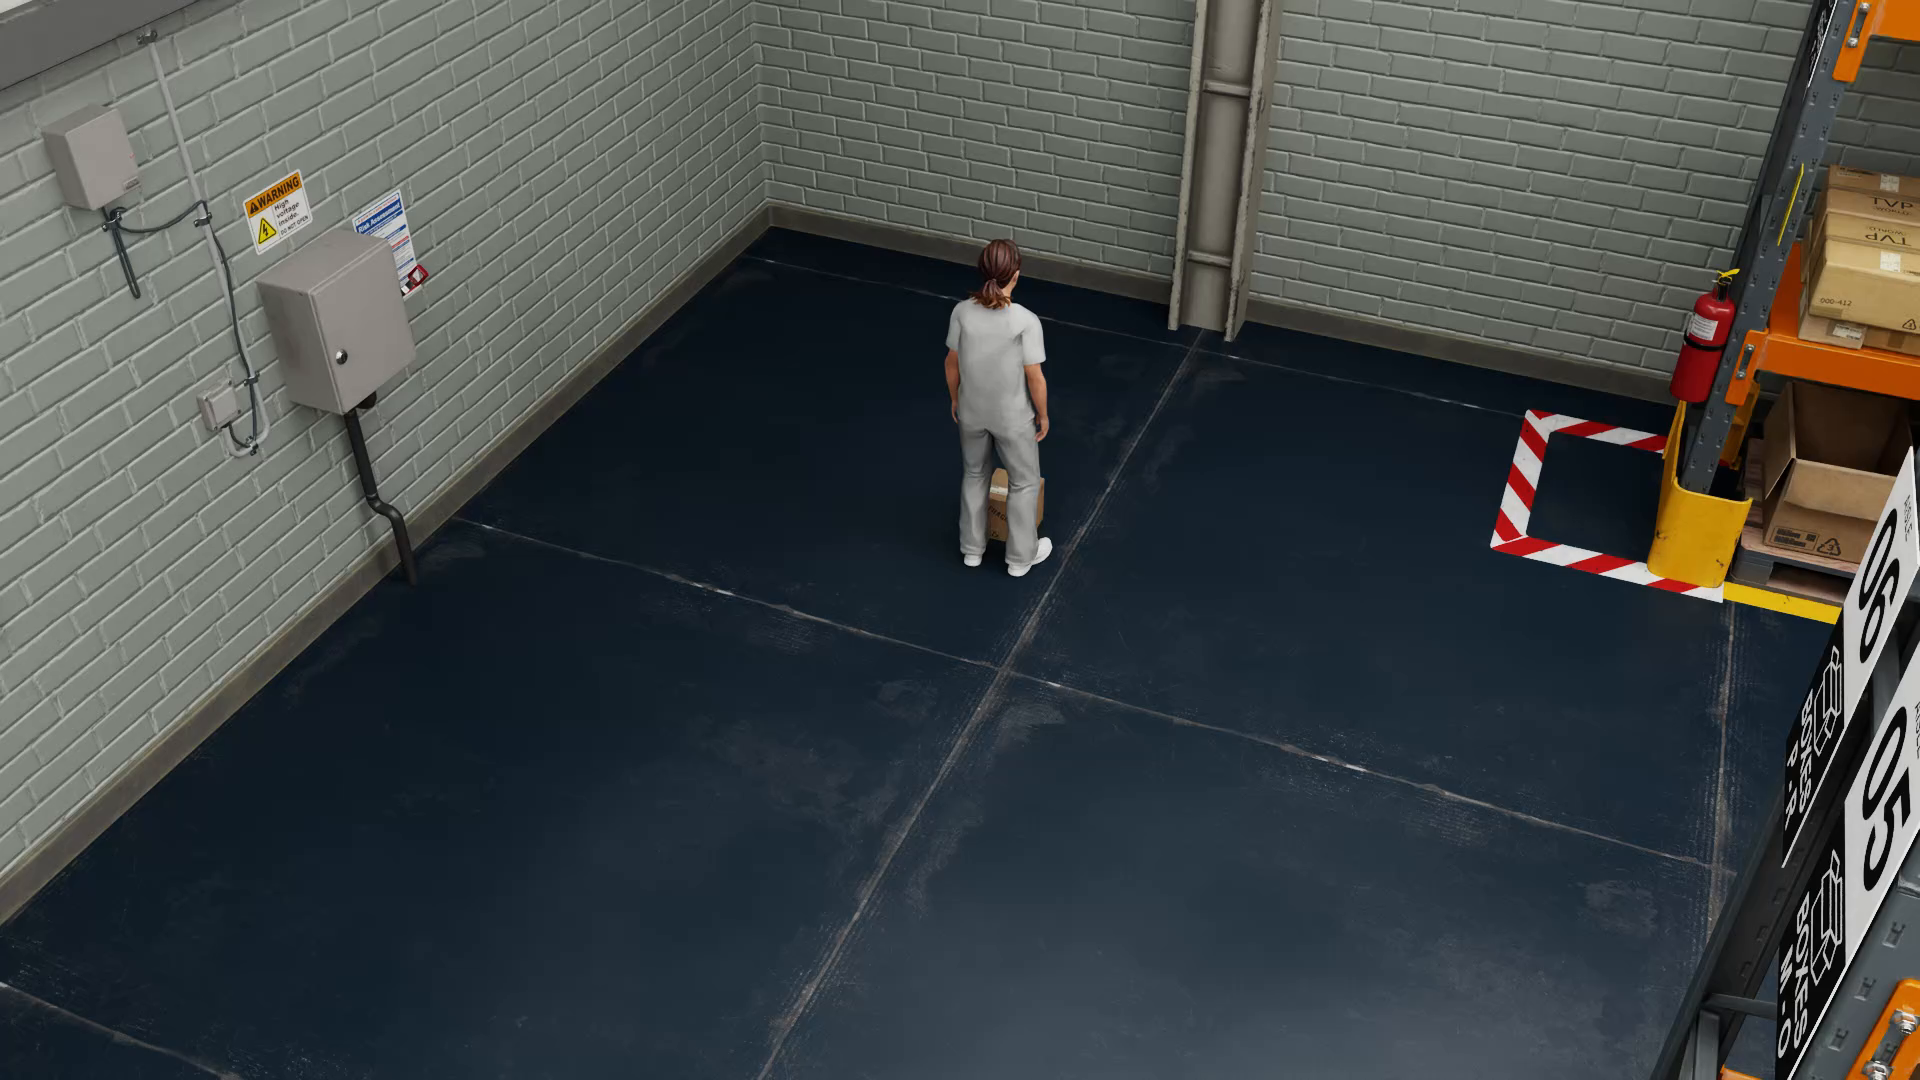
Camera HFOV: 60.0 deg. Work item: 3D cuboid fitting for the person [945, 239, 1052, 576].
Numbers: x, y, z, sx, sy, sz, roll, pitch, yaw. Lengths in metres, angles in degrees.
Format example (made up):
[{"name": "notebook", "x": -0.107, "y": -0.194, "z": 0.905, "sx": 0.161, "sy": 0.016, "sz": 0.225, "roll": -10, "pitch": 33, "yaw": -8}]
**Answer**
[{"name": "person", "x": 0.172, "y": -0.581, "z": 7.573, "sx": 0.485, "sy": 1.672, "sz": 0.359, "roll": 14, "pitch": 40, "yaw": 17}]
